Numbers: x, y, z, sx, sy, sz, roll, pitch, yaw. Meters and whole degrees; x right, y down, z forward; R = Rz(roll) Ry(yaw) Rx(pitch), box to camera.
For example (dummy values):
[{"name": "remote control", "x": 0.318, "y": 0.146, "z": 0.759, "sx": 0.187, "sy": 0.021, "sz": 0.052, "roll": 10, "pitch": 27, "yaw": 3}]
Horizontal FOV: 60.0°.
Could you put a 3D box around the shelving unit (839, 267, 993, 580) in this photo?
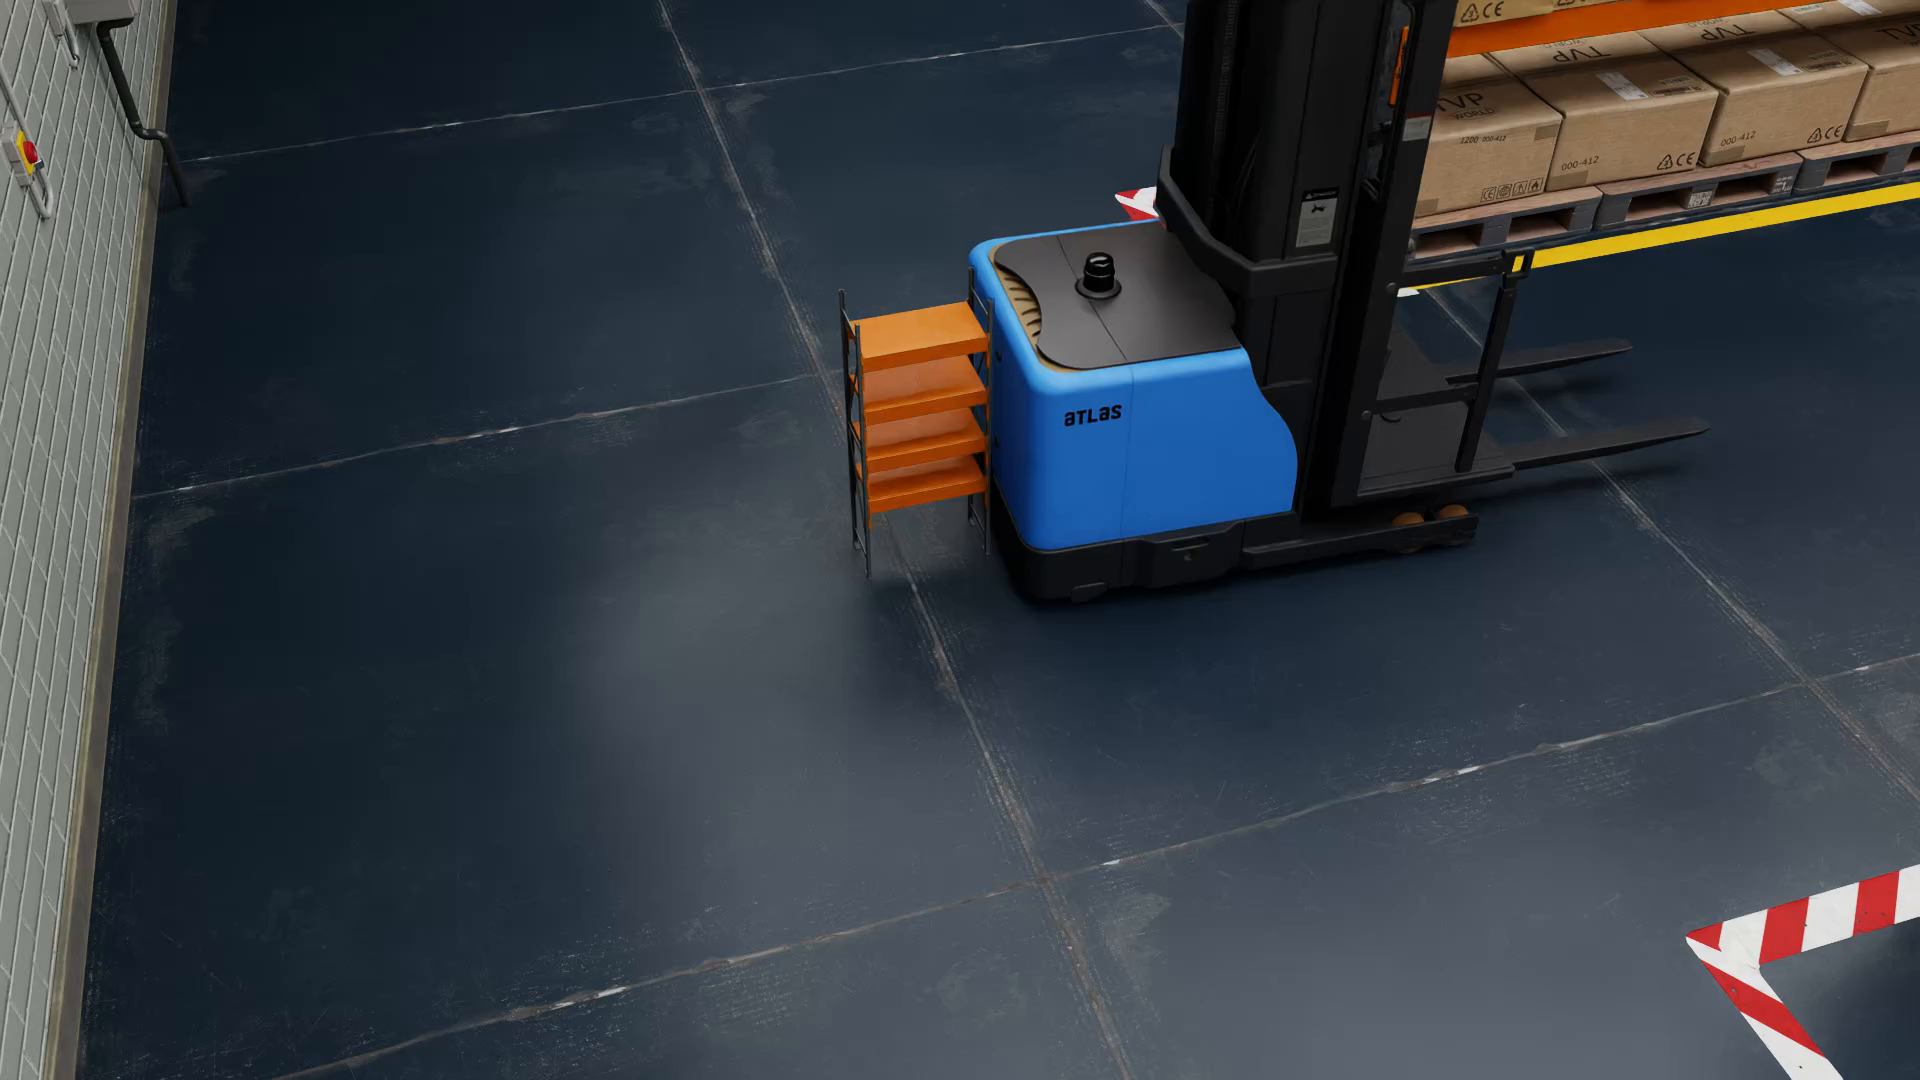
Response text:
[{"name": "shelving unit", "x": -0.158, "y": -0.419, "z": 6.318, "sx": 0.503, "sy": 1.200, "sz": 0.258, "roll": -12, "pitch": 42, "yaw": -13}]

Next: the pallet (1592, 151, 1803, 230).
[{"name": "pallet", "x": 3.706, "y": -2.102, "z": 8.996, "sx": 1.213, "sy": 0.211, "sz": 1.003, "roll": -12, "pitch": 42, "yaw": -13}]

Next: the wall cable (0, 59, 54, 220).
[{"name": "wall cable", "x": -3.566, "y": -1.972, "z": 5.931, "sx": 0.123, "sy": 1.953, "sz": 0.585, "roll": -12, "pitch": 42, "yaw": -13}]

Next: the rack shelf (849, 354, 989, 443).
[{"name": "rack shelf", "x": -0.158, "y": -0.537, "z": 6.215, "sx": 0.480, "sy": 0.148, "sz": 0.258, "roll": -12, "pitch": 42, "yaw": -13}]

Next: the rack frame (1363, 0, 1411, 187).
[{"name": "rack frame", "x": 1.806, "y": -2.707, "z": 7.568, "sx": 0.127, "sy": 3.000, "sz": 1.000, "roll": -12, "pitch": 42, "yaw": -13}]

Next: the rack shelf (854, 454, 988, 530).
[{"name": "rack shelf", "x": -0.158, "y": -0.219, "z": 6.493, "sx": 0.480, "sy": 0.148, "sz": 0.258, "roll": -12, "pitch": 42, "yaw": -13}]

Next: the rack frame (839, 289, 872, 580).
[{"name": "rack frame", "x": -0.391, "y": -0.371, "z": 6.263, "sx": 0.015, "sy": 1.200, "sz": 0.240, "roll": -12, "pitch": 42, "yaw": -13}]

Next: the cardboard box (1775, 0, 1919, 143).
[{"name": "cardboard box", "x": 4.990, "y": -2.634, "z": 9.113, "sx": 0.875, "sy": 0.438, "sz": 0.875, "roll": -12, "pitch": 43, "yaw": -14}]

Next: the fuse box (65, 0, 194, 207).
[{"name": "fuse box", "x": -4.058, "y": -2.440, "z": 8.242, "sx": 0.414, "sy": 1.711, "sz": 0.539, "roll": -12, "pitch": 42, "yaw": -13}]

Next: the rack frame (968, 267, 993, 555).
[{"name": "rack frame", "x": 0.075, "y": -0.467, "z": 6.373, "sx": 0.015, "sy": 1.200, "sz": 0.240, "roll": -12, "pitch": 42, "yaw": -13}]

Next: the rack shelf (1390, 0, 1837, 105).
[{"name": "rack shelf", "x": 3.713, "y": -2.831, "z": 8.257, "sx": 4.000, "sy": 0.370, "sz": 1.077, "roll": -12, "pitch": 42, "yaw": -13}]

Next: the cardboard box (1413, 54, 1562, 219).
[{"name": "cardboard box", "x": 2.405, "y": -2.093, "z": 8.494, "sx": 0.875, "sy": 0.438, "sz": 0.875, "roll": -13, "pitch": 43, "yaw": -15}]

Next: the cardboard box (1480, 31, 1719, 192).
[{"name": "cardboard box", "x": 3.275, "y": -2.279, "z": 8.707, "sx": 0.875, "sy": 0.438, "sz": 0.875, "roll": -11, "pitch": 42, "yaw": -12}]

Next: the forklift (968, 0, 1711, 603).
[{"name": "forklift", "x": 1.593, "y": -1.380, "z": 6.102, "sx": 3.031, "sy": 2.935, "sz": 1.130, "roll": -9, "pitch": 42, "yaw": -10}]

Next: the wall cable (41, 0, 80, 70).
[{"name": "wall cable", "x": -4.003, "y": -2.848, "z": 6.958, "sx": 0.122, "sy": 1.984, "sz": 0.588, "roll": -12, "pitch": 42, "yaw": -13}]

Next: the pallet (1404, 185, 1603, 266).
[{"name": "pallet", "x": 2.545, "y": -1.864, "z": 8.723, "sx": 1.213, "sy": 0.211, "sz": 1.003, "roll": -12, "pitch": 42, "yaw": -13}]

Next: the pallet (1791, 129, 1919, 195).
[{"name": "pallet", "x": 4.872, "y": -2.346, "z": 9.275, "sx": 1.213, "sy": 0.211, "sz": 1.003, "roll": -12, "pitch": 42, "yaw": -13}]

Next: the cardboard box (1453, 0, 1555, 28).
[{"name": "cardboard box", "x": 2.350, "y": -2.659, "z": 7.438, "sx": 0.500, "sy": 0.500, "sz": 0.500, "roll": -12, "pitch": 43, "yaw": -13}]

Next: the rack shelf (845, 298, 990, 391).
[{"name": "rack shelf", "x": -0.158, "y": -0.715, "z": 6.059, "sx": 0.480, "sy": 0.148, "sz": 0.258, "roll": -12, "pitch": 42, "yaw": -13}]

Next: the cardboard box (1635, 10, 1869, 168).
[{"name": "cardboard box", "x": 4.136, "y": -2.456, "z": 8.910, "sx": 0.875, "sy": 0.438, "sz": 0.875, "roll": -13, "pitch": 43, "yaw": -14}]

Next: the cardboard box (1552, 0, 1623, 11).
[{"name": "cardboard box", "x": 2.824, "y": -2.777, "z": 7.572, "sx": 0.500, "sy": 0.500, "sz": 0.500, "roll": -12, "pitch": 43, "yaw": -14}]

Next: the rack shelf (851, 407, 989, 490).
[{"name": "rack shelf", "x": -0.158, "y": -0.368, "z": 6.362, "sx": 0.480, "sy": 0.148, "sz": 0.258, "roll": -12, "pitch": 42, "yaw": -13}]
